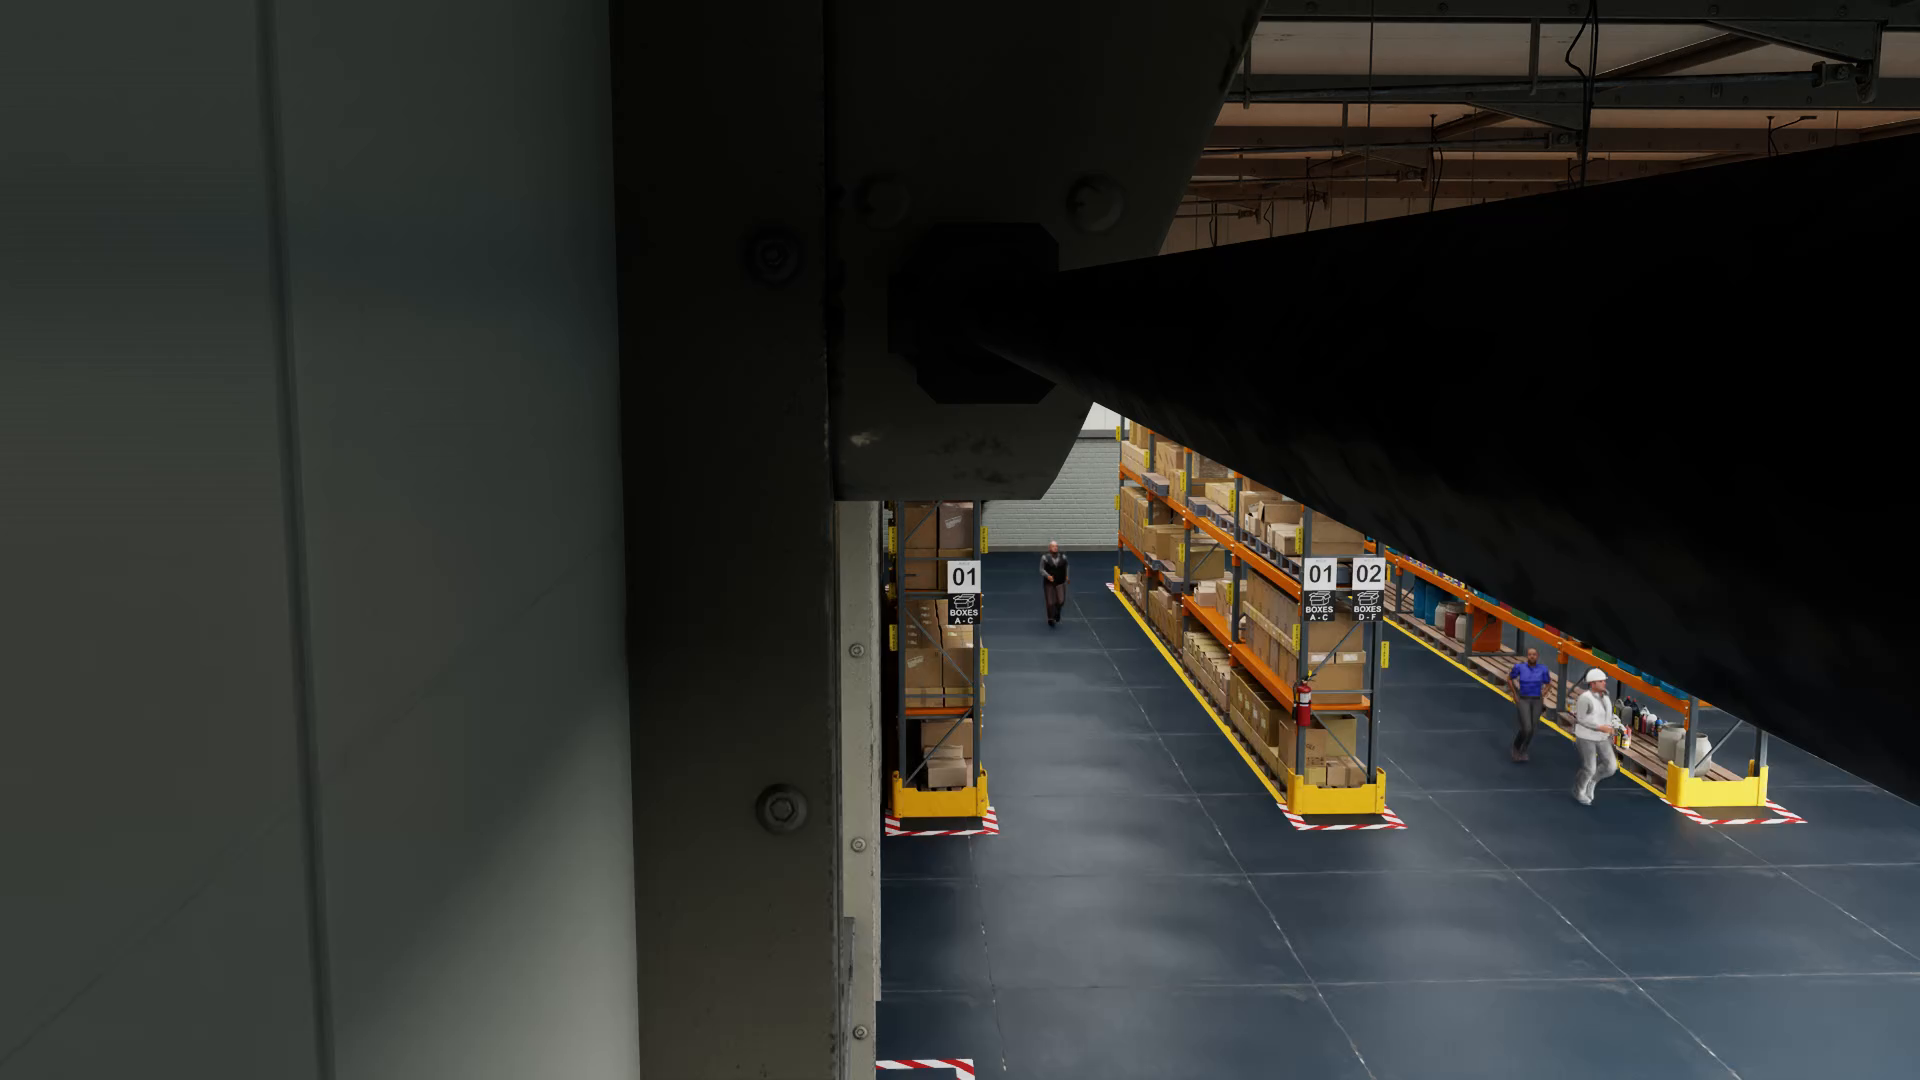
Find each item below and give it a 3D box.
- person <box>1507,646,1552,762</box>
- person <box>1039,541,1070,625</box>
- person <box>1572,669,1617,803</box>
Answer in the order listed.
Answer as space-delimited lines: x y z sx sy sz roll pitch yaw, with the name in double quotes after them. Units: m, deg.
7.808 2.262 22.756 0.554 1.634 0.632 1 8 5 "person"
1.848 0.854 32.309 0.640 1.675 0.662 -1 8 -7 "person"
8.007 2.474 20.874 0.675 1.744 0.646 -5 9 -29 "person"
